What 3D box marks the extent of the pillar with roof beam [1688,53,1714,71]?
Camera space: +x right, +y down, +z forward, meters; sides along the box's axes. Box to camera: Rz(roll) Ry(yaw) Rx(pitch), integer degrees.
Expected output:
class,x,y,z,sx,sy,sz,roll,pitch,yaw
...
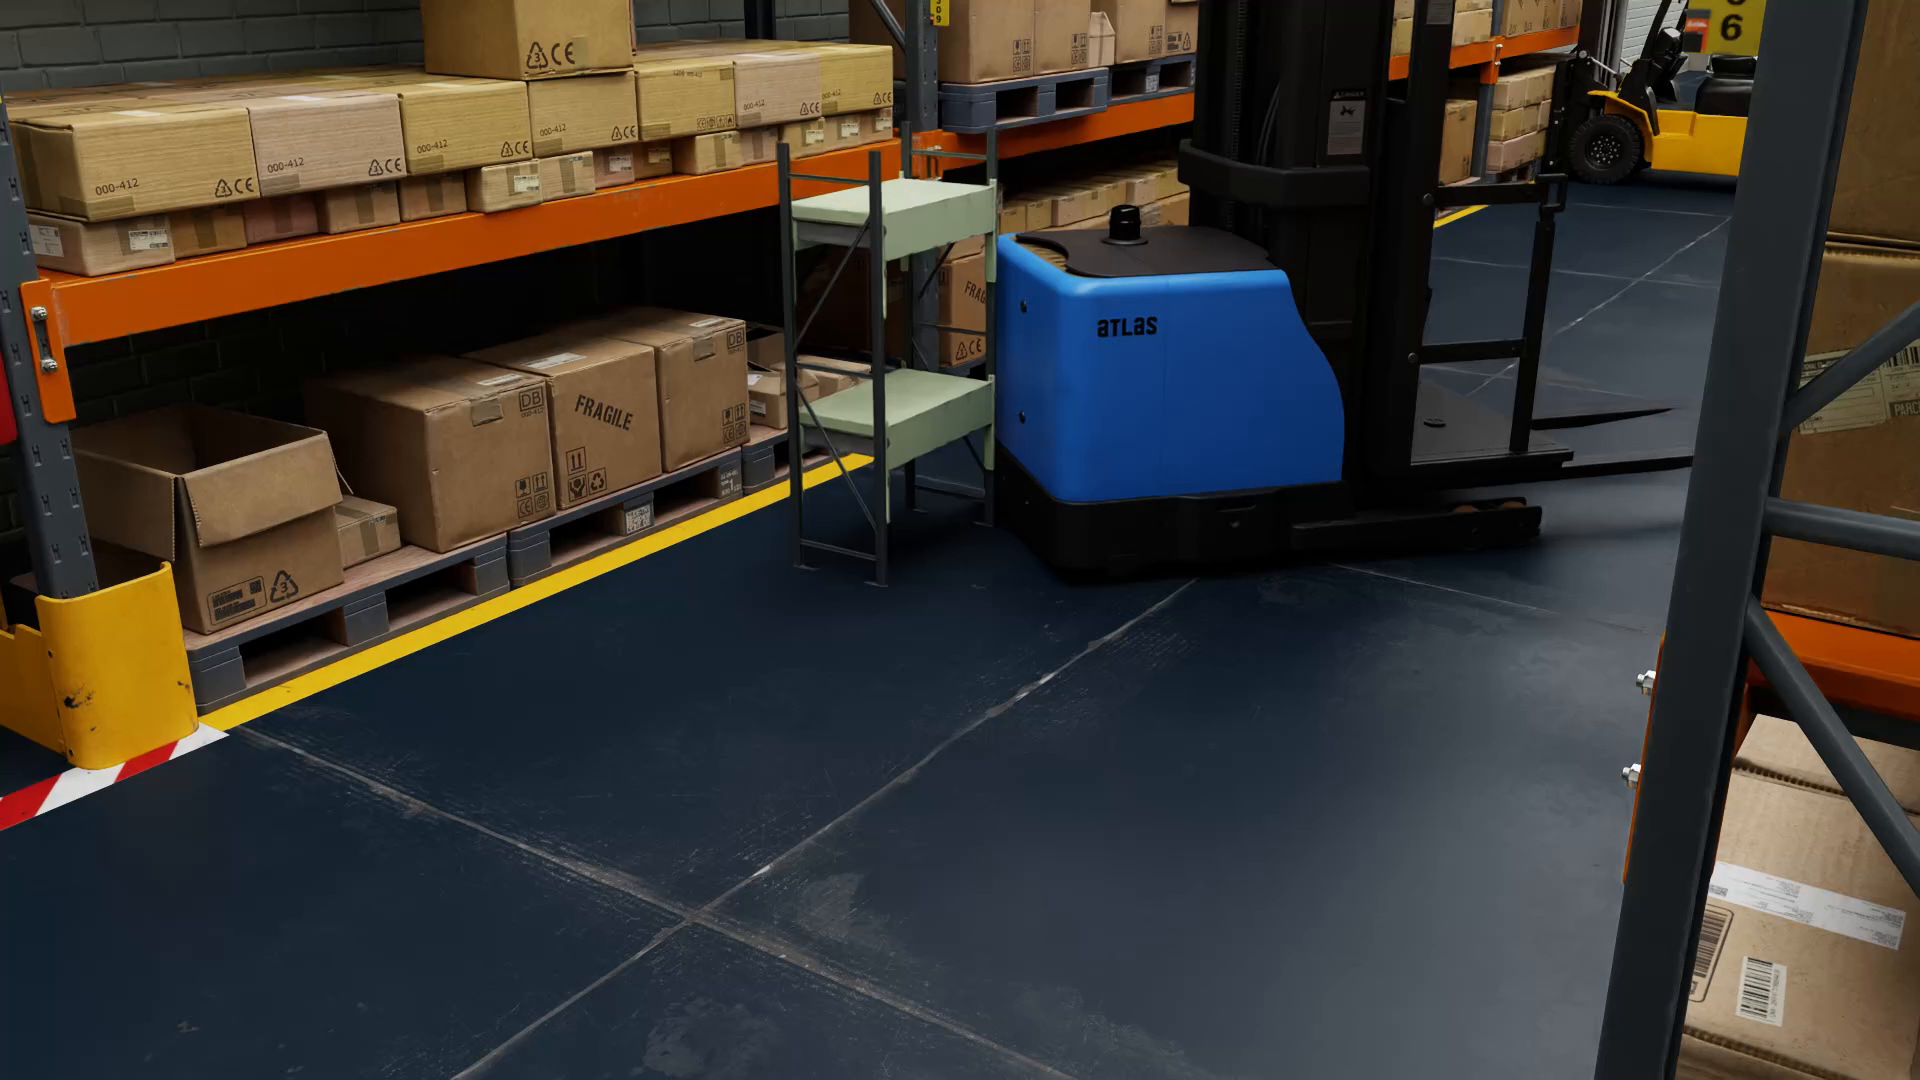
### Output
class,x,y,z,sx,sy,sz,roll,pitch,yaw
pillar with roof beam,15.372,-10.892,22.740,9.100,9.000,0.400,13,24,32

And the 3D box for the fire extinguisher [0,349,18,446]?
class,x,y,z,sx,sy,sz,roll,pitch,yaw
fire extinguisher,-2.492,-0.565,4.116,0.296,0.674,0.183,13,24,32

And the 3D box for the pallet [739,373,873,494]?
class,x,y,z,sx,sy,sz,roll,pitch,yaw
pallet,-0.930,-0.551,7.450,1.003,0.211,1.213,13,24,32

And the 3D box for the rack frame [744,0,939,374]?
class,x,y,z,sx,sy,sz,roll,pitch,yaw
rack frame,-0.543,-2.056,7.499,1.000,3.000,0.127,13,24,32

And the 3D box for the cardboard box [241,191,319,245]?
class,x,y,z,sx,sy,sz,roll,pitch,yaw
cardboard box,-2.156,-0.995,4.994,0.380,0.149,0.250,13,24,31

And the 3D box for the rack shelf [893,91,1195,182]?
class,x,y,z,sx,sy,sz,roll,pitch,yaw
rack shelf,0.581,-2.292,9.175,1.077,0.370,4.000,13,24,32

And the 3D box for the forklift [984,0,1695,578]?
class,x,y,z,sx,sy,sz,roll,pitch,yaw
forklift,1.670,-1.506,6.111,3.031,2.935,1.130,-5,21,-14

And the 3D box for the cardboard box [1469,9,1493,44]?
class,x,y,z,sx,sy,sz,roll,pitch,yaw
cardboard box,3.887,-4.085,13.201,0.500,0.250,0.500,14,24,33

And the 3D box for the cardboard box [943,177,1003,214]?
class,x,y,z,sx,sy,sz,roll,pitch,yaw
cardboard box,-0.015,-1.659,8.060,0.380,0.149,0.250,12,23,29

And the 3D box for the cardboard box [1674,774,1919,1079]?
class,x,y,z,sx,sy,sz,roll,pitch,yaw
cardboard box,1.604,0.855,2.718,0.875,0.438,0.875,12,24,30

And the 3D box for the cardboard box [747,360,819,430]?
class,x,y,z,sx,sy,sz,roll,pitch,yaw
cardboard box,-0.814,-0.651,7.036,0.396,0.266,0.258,14,25,34

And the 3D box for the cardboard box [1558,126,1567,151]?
class,x,y,z,sx,sy,sz,roll,pitch,yaw
cardboard box,5.350,-3.774,15.501,0.500,0.250,0.500,14,25,34

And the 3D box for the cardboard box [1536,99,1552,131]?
class,x,y,z,sx,sy,sz,roll,pitch,yaw
cardboard box,5.055,-3.858,15.010,0.500,0.250,0.500,13,24,31

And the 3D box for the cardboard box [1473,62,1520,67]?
class,x,y,z,sx,sy,sz,roll,pitch,yaw
cardboard box,4.914,-4.343,15.599,0.500,0.250,0.500,13,24,31

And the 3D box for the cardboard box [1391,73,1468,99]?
class,x,y,z,sx,sy,sz,roll,pitch,yaw
cardboard box,4.071,-3.906,14.419,0.500,0.250,0.500,14,24,33

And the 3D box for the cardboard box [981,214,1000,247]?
class,x,y,z,sx,sy,sz,roll,pitch,yaw
cardboard box,-0.030,-1.530,8.141,0.380,0.149,0.250,13,24,30

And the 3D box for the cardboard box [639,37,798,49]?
class,x,y,z,sx,sy,sz,roll,pitch,yaw
cardboard box,-1.045,-2.035,7.231,0.500,0.250,0.500,13,24,31

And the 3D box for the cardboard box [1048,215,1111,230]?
class,x,y,z,sx,sy,sz,roll,pitch,yaw
cardboard box,0.490,-1.472,8.919,0.500,0.500,0.500,12,24,30

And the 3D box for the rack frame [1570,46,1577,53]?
class,x,y,z,sx,sy,sz,roll,pitch,yaw
rack frame,6.203,-5.499,16.807,1.000,3.000,0.127,13,24,32

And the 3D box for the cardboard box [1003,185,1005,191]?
class,x,y,z,sx,sy,sz,roll,pitch,yaw
cardboard box,0.020,-1.841,8.982,0.380,0.149,0.250,14,25,33

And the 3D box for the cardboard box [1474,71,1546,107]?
class,x,y,z,sx,sy,sz,roll,pitch,yaw
cardboard box,4.781,-3.950,14.536,0.500,0.250,0.500,13,24,32

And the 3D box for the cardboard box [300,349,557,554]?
class,x,y,z,sx,sy,sz,roll,pitch,yaw
cardboard box,-1.857,-0.327,5.824,0.700,0.500,0.500,14,25,34

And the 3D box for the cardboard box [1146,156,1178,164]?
class,x,y,z,sx,sy,sz,roll,pitch,yaw
cardboard box,1.325,-2.190,9.924,0.380,0.149,0.250,12,24,30

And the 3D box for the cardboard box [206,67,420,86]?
class,x,y,z,sx,sy,sz,roll,pitch,yaw
cardboard box,-2.179,-1.450,5.648,0.500,0.250,0.500,14,25,33

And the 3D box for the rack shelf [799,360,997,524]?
class,x,y,z,sx,sy,sz,roll,pitch,yaw
rack shelf,-0.233,-0.372,6.048,0.431,0.370,0.720,12,24,30

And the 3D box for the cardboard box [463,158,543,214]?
class,x,y,z,sx,sy,sz,roll,pitch,yaw
cardboard box,-1.614,-1.191,5.523,0.380,0.149,0.250,12,24,30

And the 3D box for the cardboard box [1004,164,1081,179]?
class,x,y,z,sx,sy,sz,roll,pitch,yaw
cardboard box,0.472,-2.062,9.578,0.380,0.149,0.250,13,24,32

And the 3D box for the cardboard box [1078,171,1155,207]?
class,x,y,z,sx,sy,sz,roll,pitch,yaw
cardboard box,0.869,-1.966,9.319,0.380,0.149,0.250,12,23,29

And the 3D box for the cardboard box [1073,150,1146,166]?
class,x,y,z,sx,sy,sz,roll,pitch,yaw
cardboard box,0.910,-2.285,10.183,0.380,0.149,0.250,14,24,33

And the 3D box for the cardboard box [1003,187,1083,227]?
class,x,y,z,sx,sy,sz,roll,pitch,yaw
cardboard box,0.420,-1.752,8.740,0.380,0.149,0.250,13,24,32

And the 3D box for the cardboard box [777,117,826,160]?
class,x,y,z,sx,sy,sz,roll,pitch,yaw
cardboard box,-0.768,-1.639,6.734,0.380,0.149,0.250,14,24,33

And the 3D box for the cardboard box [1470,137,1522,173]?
class,x,y,z,sx,sy,sz,roll,pitch,yaw
cardboard box,4.500,-3.333,14.309,0.500,0.250,0.500,14,24,32

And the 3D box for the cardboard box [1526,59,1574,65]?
class,x,y,z,sx,sy,sz,roll,pitch,yaw
cardboard box,5.644,-4.388,15.720,0.500,0.250,0.500,14,24,32

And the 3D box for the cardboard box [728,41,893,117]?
class,x,y,z,sx,sy,sz,roll,pitch,yaw
cardboard box,-0.627,-1.931,6.950,0.500,0.250,0.500,14,24,33

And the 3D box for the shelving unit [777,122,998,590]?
class,x,y,z,sx,sy,sz,roll,pitch,yaw
shelving unit,-0.233,-0.677,5.934,0.431,1.500,0.755,12,24,30

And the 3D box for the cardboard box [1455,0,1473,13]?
class,x,y,z,sx,sy,sz,roll,pitch,yaw
cardboard box,3.606,-4.175,12.725,0.500,0.250,0.500,13,24,30

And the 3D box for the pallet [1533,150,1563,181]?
class,x,y,z,sx,sy,sz,roll,pitch,yaw
pallet,5.121,-3.615,15.733,1.003,0.211,1.213,13,24,32

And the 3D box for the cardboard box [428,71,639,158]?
class,x,y,z,sx,sy,sz,roll,pitch,yaw
cardboard box,-1.478,-1.497,5.774,0.500,0.250,0.500,13,24,30

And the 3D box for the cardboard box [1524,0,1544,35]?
class,x,y,z,sx,sy,sz,roll,pitch,yaw
cardboard box,4.699,-4.627,14.306,0.500,0.500,0.500,14,24,33

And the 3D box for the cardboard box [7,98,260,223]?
class,x,y,z,sx,sy,sz,roll,pitch,yaw
cardboard box,-2.314,-1.055,4.580,0.500,0.250,0.500,13,24,32

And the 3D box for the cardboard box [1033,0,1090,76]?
class,x,y,z,sx,sy,sz,roll,pitch,yaw
cardboard box,0.205,-2.543,8.068,0.700,0.500,0.500,14,24,32

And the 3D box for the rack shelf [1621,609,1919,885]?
class,x,y,z,sx,sy,sz,roll,pitch,yaw
rack shelf,2.440,-0.178,3.458,1.077,0.370,4.000,13,24,32

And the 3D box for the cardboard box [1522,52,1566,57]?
class,x,y,z,sx,sy,sz,roll,pitch,yaw
cardboard box,5.776,-4.774,16.765,0.500,0.250,0.500,13,24,31

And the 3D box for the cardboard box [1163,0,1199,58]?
class,x,y,z,sx,sy,sz,roll,pitch,yaw
cardboard box,0.941,-2.944,9.147,0.797,0.503,0.637,13,24,31

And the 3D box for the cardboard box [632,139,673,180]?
class,x,y,z,sx,sy,sz,roll,pitch,yaw
cardboard box,-1.296,-1.438,6.191,0.380,0.149,0.250,14,24,33

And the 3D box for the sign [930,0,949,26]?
class,x,y,z,sx,sy,sz,roll,pitch,yaw
sign,-0.090,-2.358,7.068,0.100,0.325,0.005,13,24,32

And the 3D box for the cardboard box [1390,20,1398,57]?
class,x,y,z,sx,sy,sz,roll,pitch,yaw
cardboard box,2.728,-3.505,11.634,0.500,0.250,0.500,12,24,30

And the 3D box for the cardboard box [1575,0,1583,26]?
class,x,y,z,sx,sy,sz,roll,pitch,yaw
cardboard box,5.556,-5.059,15.474,0.500,0.500,0.500,13,24,31

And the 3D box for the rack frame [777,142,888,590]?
class,x,y,z,sx,sy,sz,roll,pitch,yaw
rack frame,-0.427,-0.570,5.643,0.400,1.500,0.023,12,24,30
